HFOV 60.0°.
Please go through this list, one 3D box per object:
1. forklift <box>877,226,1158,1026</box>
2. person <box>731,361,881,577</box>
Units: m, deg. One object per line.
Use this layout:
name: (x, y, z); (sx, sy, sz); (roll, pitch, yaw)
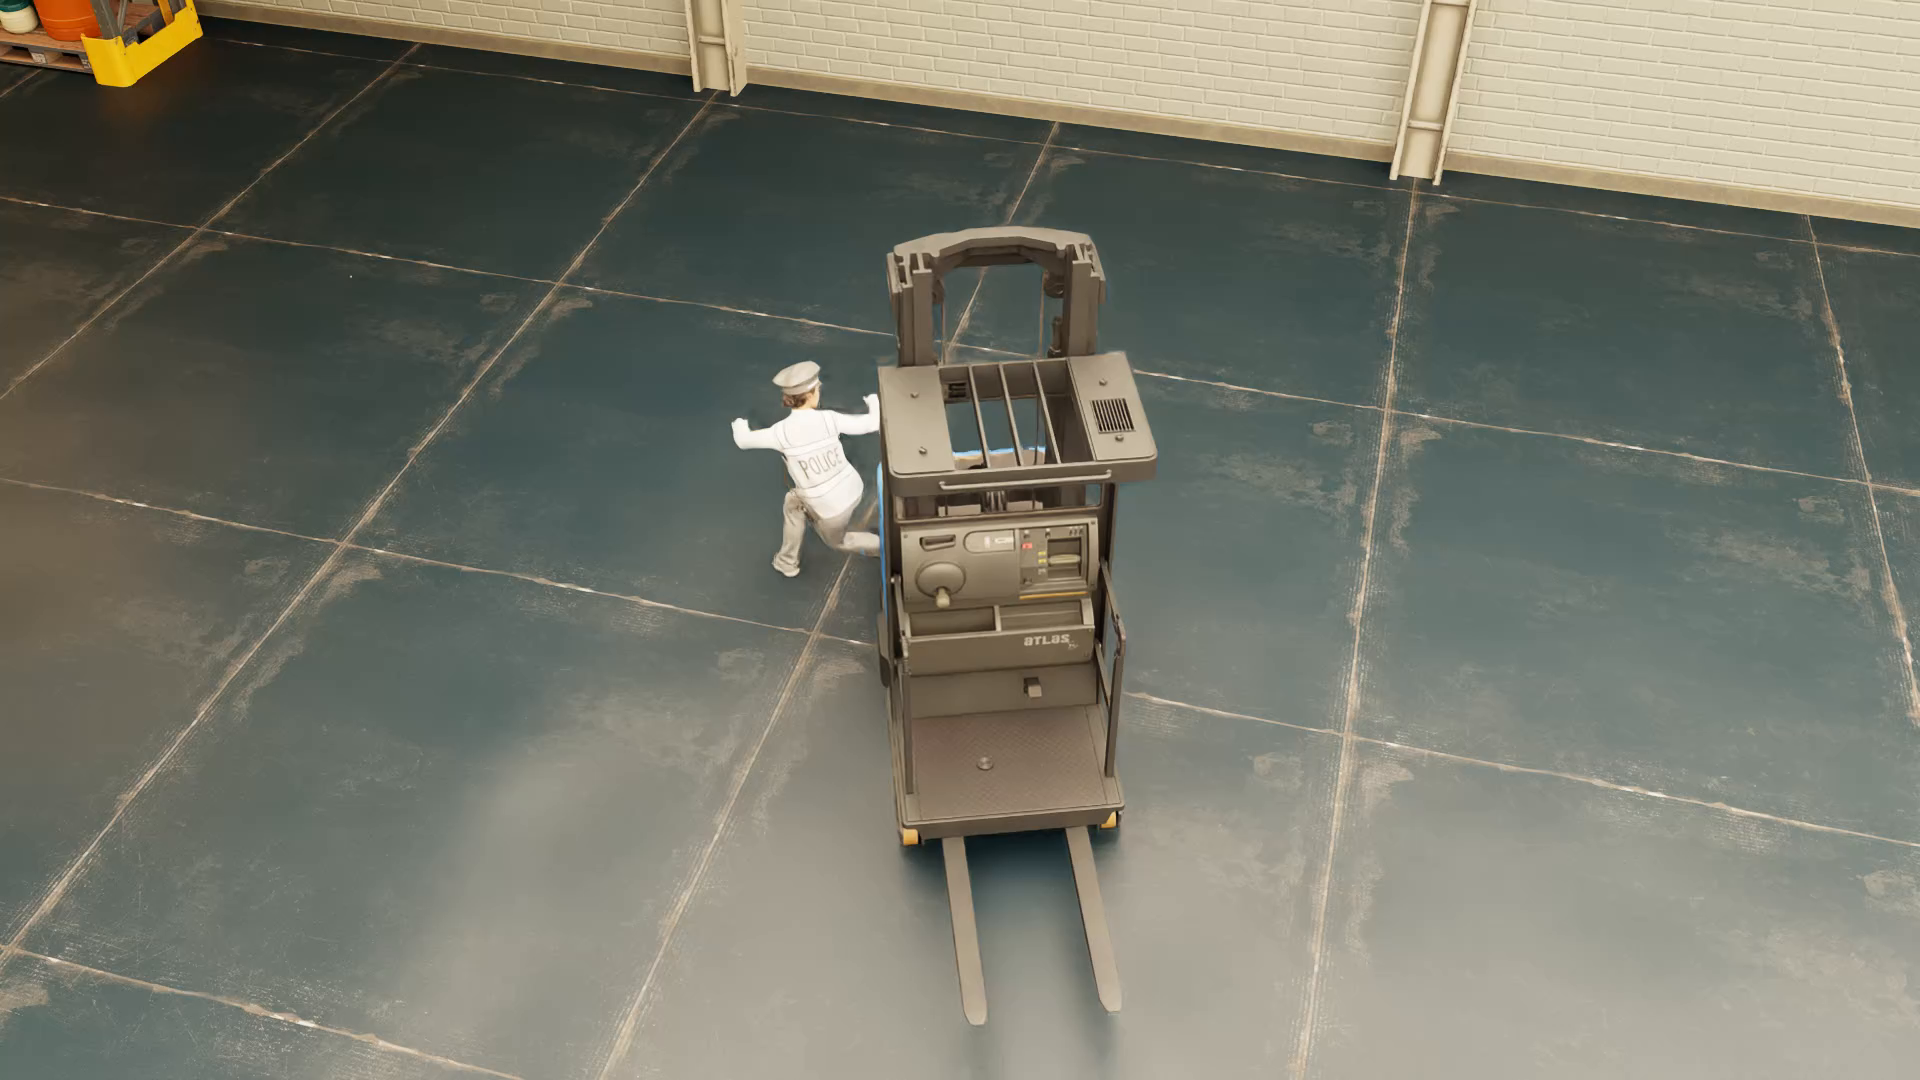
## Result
forklift: (0.214, 0.184, 7.652); (1.130, 2.935, 3.031); (-4, 41, -5)
person: (-0.785, -0.426, 9.484); (1.065, 1.467, 0.821); (28, 48, 28)
